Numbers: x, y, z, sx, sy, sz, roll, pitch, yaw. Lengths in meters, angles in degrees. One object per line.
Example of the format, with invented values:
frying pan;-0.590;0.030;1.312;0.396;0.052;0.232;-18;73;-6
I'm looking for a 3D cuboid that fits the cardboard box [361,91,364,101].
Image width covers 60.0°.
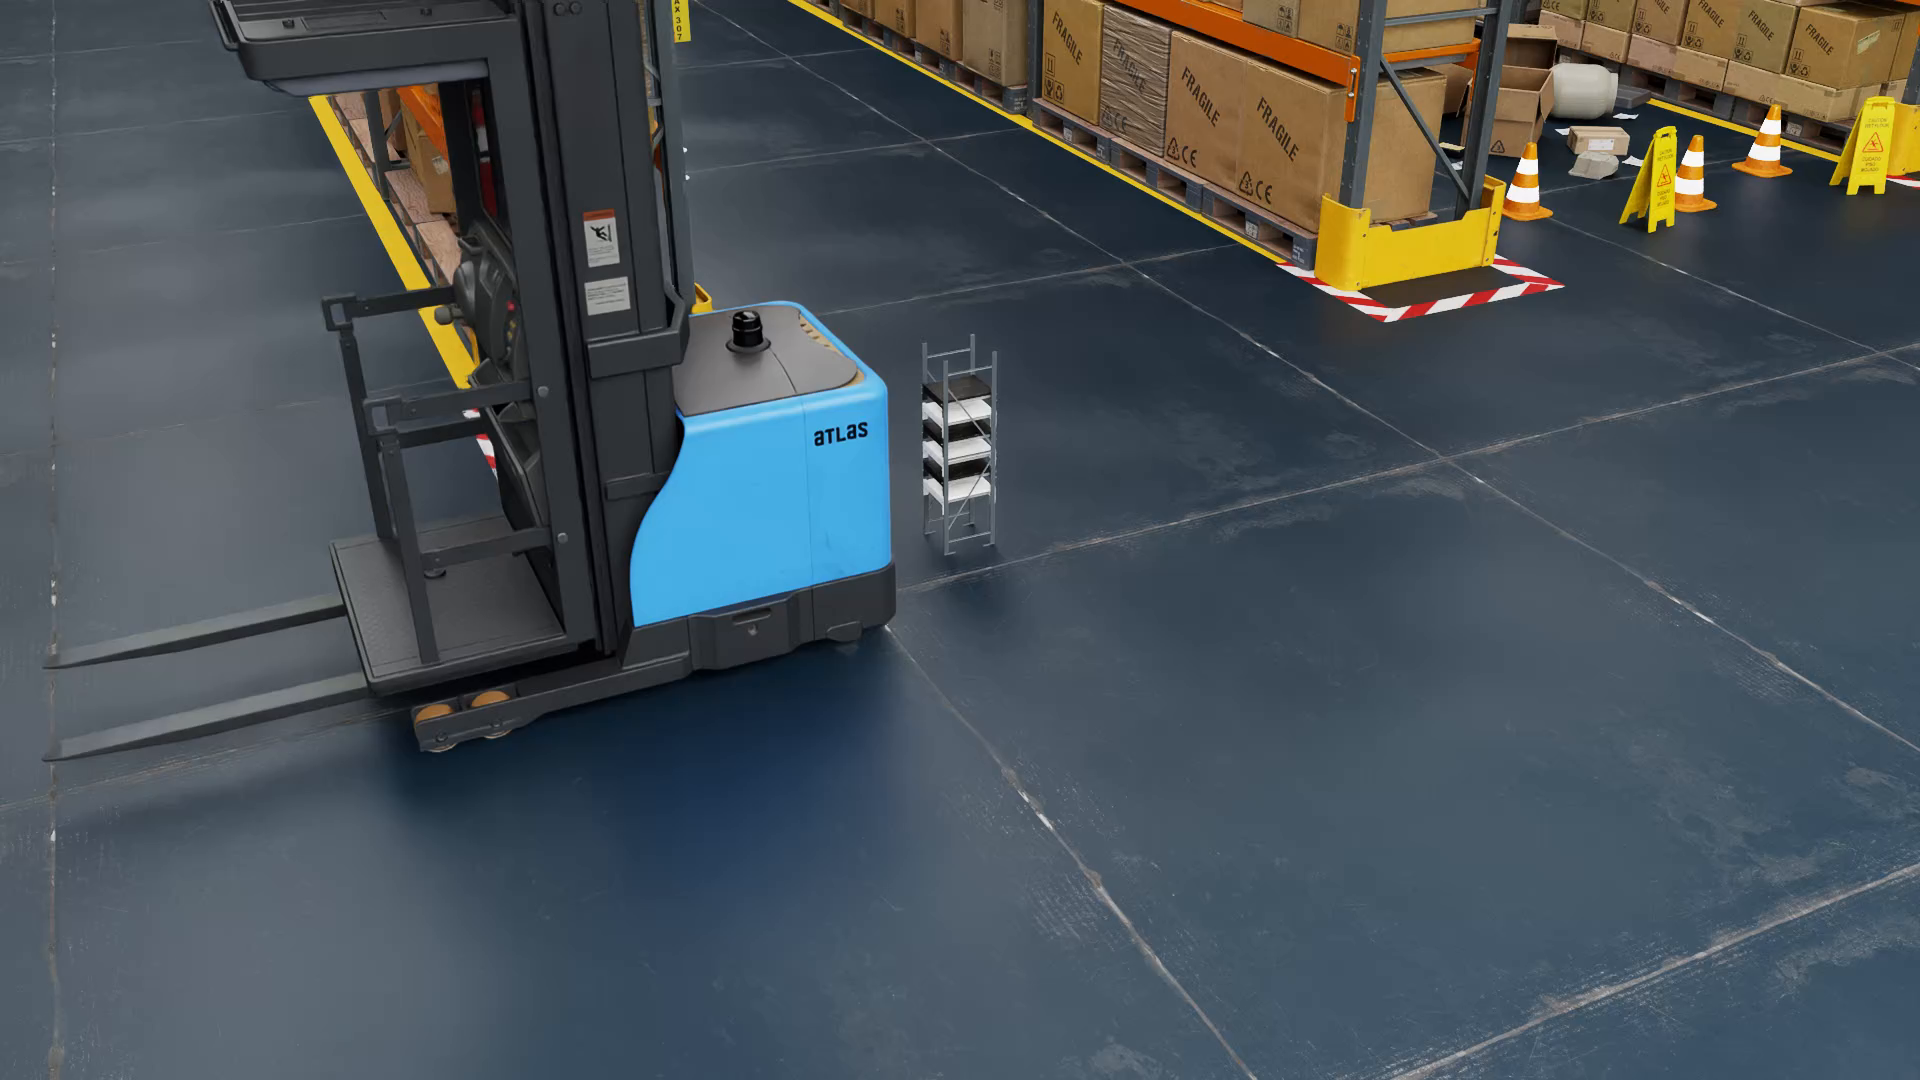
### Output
cardboard box;-4.191;-3.594;12.698;0.700;0.500;0.500;-16;33;-26

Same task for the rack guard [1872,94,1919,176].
rack guard;7.116;-3.012;12.110;1.175;0.500;0.348;-13;32;-22

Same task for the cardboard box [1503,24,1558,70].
cardboard box;4.663;-3.987;13.847;0.500;0.500;0.500;7;30;13

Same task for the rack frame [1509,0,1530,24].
rack frame;5.432;-5.836;14.590;1.000;3.000;0.127;-13;32;-22

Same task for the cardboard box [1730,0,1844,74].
cardboard box;6.342;-3.909;12.769;0.500;0.500;0.500;-12;31;-20

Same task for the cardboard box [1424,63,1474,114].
cardboard box;3.699;-3.695;13.186;0.797;0.637;0.503;-13;32;-22

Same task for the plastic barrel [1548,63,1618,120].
plastic barrel;4.895;-3.540;13.129;0.512;0.421;0.421;7;30;13

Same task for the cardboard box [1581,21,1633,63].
cardboard box;5.680;-4.269;14.178;0.500;0.250;0.500;-11;31;-19

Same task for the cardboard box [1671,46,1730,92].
cardboard box;6.114;-3.814;13.366;0.500;0.250;0.500;-14;32;-24

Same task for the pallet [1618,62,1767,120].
pallet;6.279;-3.790;13.794;1.003;0.211;1.213;-13;32;-22

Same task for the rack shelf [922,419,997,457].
rack shelf;-0.003;-0.446;7.009;0.258;0.077;0.200;-13;32;-22

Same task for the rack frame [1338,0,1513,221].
rack frame;2.721;-2.985;9.506;1.000;3.000;0.127;-13;32;-22

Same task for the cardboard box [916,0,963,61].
cardboard box;0.246;-4.636;14.321;1.050;0.750;0.750;-13;32;-22

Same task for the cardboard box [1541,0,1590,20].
cardboard box;5.441;-4.829;14.411;0.500;0.500;0.500;-12;31;-20

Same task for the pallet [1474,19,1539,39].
pallet;5.096;-4.963;15.885;1.003;0.211;1.213;-13;32;-22

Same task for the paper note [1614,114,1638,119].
paper note;5.304;-3.379;13.245;0.148;0.019;0.142;26;38;38

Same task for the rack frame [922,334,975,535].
rack frame;-0.047;-0.441;7.116;0.240;0.900;0.006;-13;32;-22

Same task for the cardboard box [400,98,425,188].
cardboard box;-3.383;-2.663;11.058;0.500;0.500;0.500;-14;32;-23

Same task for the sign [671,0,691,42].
sign;-1.312;-2.480;7.720;0.100;0.325;0.005;-13;32;-22

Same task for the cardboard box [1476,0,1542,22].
cardboard box;5.204;-5.104;15.542;0.950;0.372;0.625;-13;32;-21

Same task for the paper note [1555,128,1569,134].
paper note;4.716;-3.175;12.893;0.148;0.019;0.142;-3;29;-5

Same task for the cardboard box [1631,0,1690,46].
cardboard box;5.902;-4.366;13.584;0.500;0.500;0.500;-11;31;-19

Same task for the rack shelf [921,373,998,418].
rack shelf;-0.003;-0.603;6.921;0.258;0.077;0.200;-13;32;-22

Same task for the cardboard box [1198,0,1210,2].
cardboard box;1.874;-3.942;11.060;0.875;0.550;0.500;-13;32;-22

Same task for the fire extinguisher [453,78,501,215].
fire extinguisher;-2.169;-1.807;7.485;0.296;0.674;0.183;-13;32;-22

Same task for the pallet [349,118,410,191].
pallet;-3.854;-2.882;12.174;1.003;0.211;1.213;-13;32;-22

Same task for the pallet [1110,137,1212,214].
pallet;1.788;-2.643;11.748;1.003;0.211;1.213;-13;32;-22

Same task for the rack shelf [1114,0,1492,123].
rack shelf;1.863;-3.554;11.257;1.077;0.370;4.000;-13;32;-22

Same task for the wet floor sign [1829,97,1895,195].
wet floor sign;6.264;-2.733;11.465;0.267;0.644;0.232;-3;29;-5

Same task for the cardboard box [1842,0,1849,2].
cardboard box;6.813;-4.035;12.993;0.500;0.500;0.500;-14;32;-24

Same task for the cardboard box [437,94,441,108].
cardboard box;-2.464;-2.285;8.515;0.380;0.149;0.250;-13;32;-22

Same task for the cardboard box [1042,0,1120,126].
cardboard box;1.211;-3.716;12.552;0.875;0.875;0.875;-13;32;-21

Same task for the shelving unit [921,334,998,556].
shelving unit;-0.003;-0.396;7.036;0.258;0.900;0.210;-13;32;-22

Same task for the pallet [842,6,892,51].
pallet;-0.443;-4.938;15.841;1.003;0.211;1.213;-13;32;-22

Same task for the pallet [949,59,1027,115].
pallet;0.605;-3.860;13.919;1.003;0.211;1.213;-13;32;-22

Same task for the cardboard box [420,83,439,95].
cardboard box;-2.336;-2.606;8.424;0.875;0.500;0.500;-13;32;-22

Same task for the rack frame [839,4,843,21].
rack frame;-0.713;-6.519;15.808;1.000;3.000;0.127;-13;32;-22

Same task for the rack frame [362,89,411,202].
rack frame;-3.519;-3.755;10.879;1.000;3.000;0.127;-13;32;-22

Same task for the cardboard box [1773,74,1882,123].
cardboard box;6.548;-3.364;12.564;0.500;0.250;0.500;-13;32;-22

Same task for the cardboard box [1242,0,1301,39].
cardboard box;2.265;-3.443;10.170;0.875;0.550;0.550;-13;32;-22

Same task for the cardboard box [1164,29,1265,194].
cardboard box;1.991;-2.915;11.125;0.875;0.875;0.875;-14;32;-23

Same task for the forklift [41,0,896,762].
forklift;-1.811;-0.820;5.716;3.031;2.935;1.130;-13;32;-22

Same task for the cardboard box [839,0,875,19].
cardboard box;-0.533;-5.433;15.742;1.050;0.750;0.750;-14;32;-23

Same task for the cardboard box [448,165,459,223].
cardboard box;-2.793;-2.154;10.150;0.500;0.500;0.500;-16;33;-26

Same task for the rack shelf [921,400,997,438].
rack shelf;-0.003;-0.524;6.965;0.258;0.077;0.200;-13;32;-22

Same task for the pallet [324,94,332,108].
pallet;-4.902;-3.960;14.096;1.003;0.211;1.213;-13;32;-22

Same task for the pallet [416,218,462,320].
pallet;-2.671;-1.710;10.083;1.003;0.211;1.213;-13;32;-22

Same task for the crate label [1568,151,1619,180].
crate label;4.549;-2.690;11.908;0.298;0.136;0.250;19;34;30

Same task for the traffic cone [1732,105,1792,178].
traffic cone;5.799;-2.881;11.915;0.336;0.463;0.334;-13;32;-22
